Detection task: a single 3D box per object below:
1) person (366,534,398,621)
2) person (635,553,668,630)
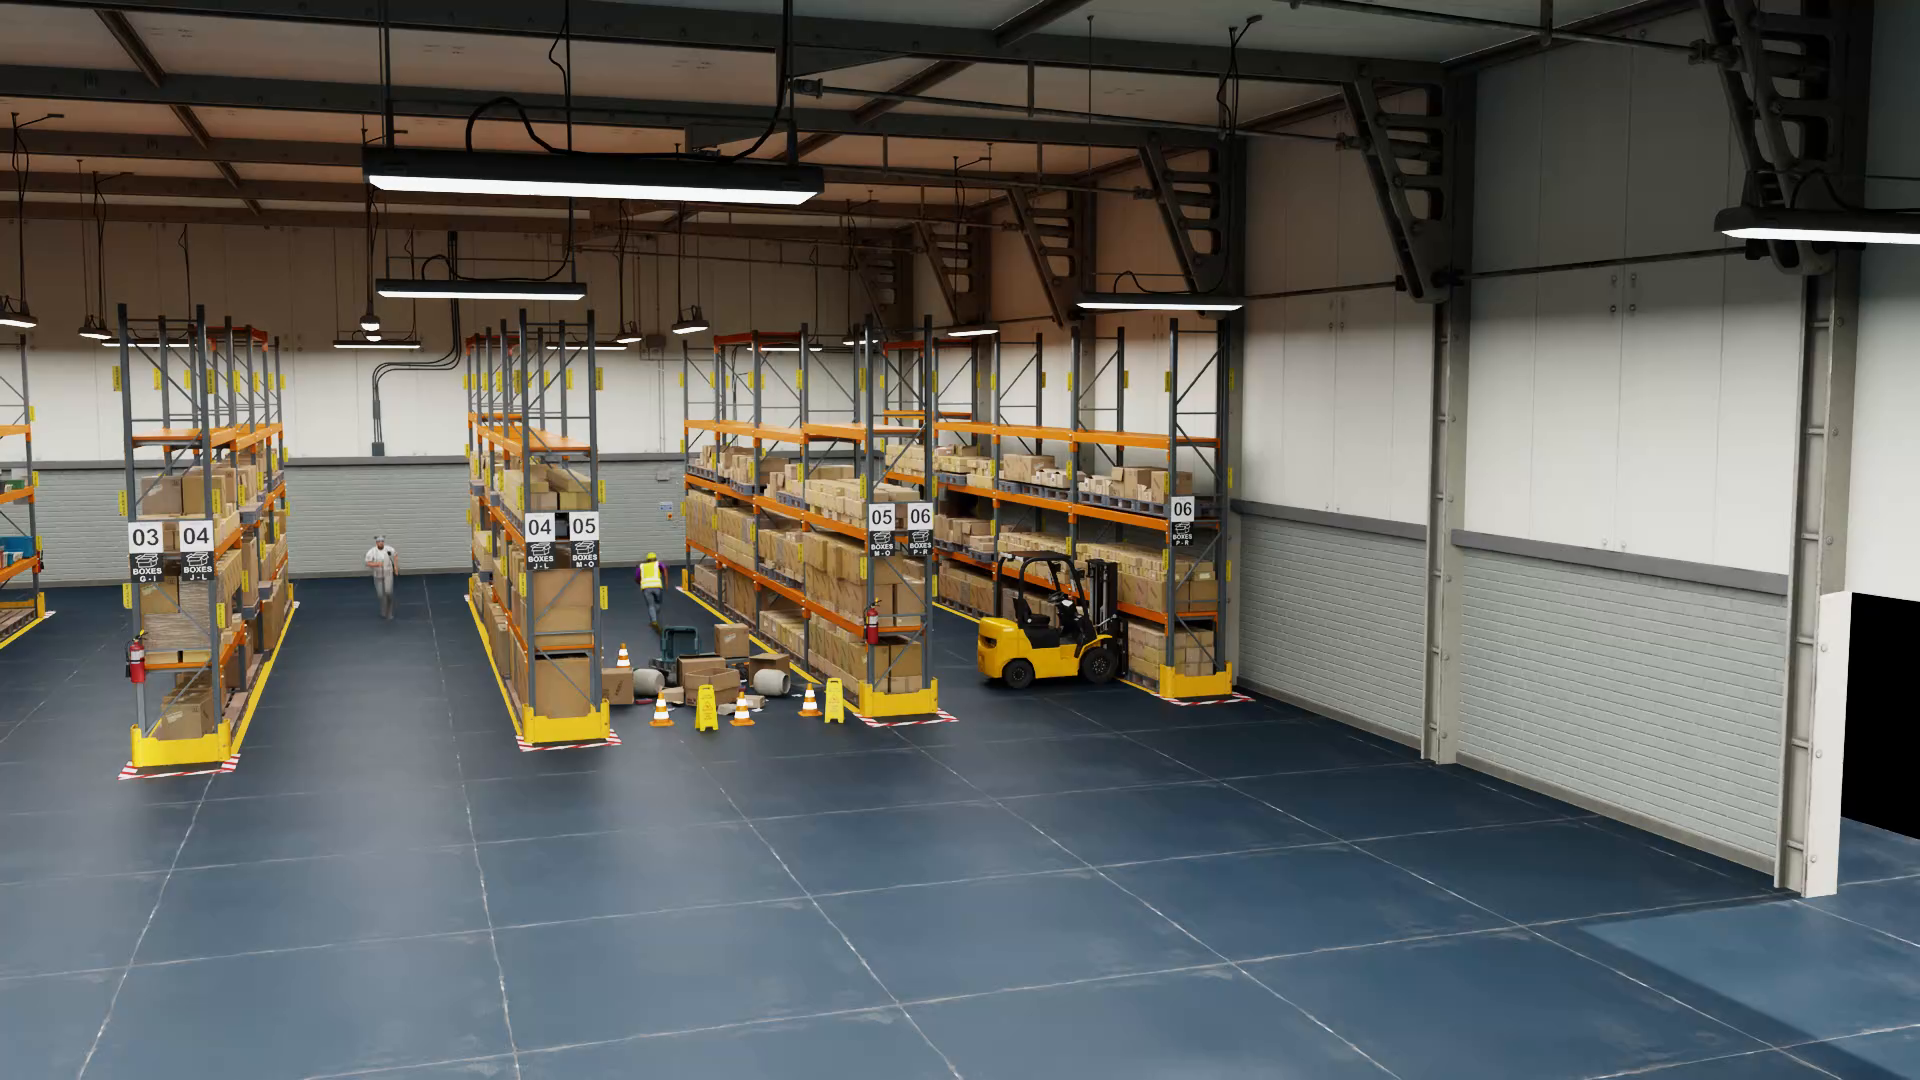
[{"bbox_3d":[-12.231,0.784,35.192,0.631,1.835,0.775,-1,6,-15],"label":"person"},{"bbox_3d":[-6.239,1.062,33.633,0.683,1.539,1.206,-1,5,-8],"label":"person"}]
